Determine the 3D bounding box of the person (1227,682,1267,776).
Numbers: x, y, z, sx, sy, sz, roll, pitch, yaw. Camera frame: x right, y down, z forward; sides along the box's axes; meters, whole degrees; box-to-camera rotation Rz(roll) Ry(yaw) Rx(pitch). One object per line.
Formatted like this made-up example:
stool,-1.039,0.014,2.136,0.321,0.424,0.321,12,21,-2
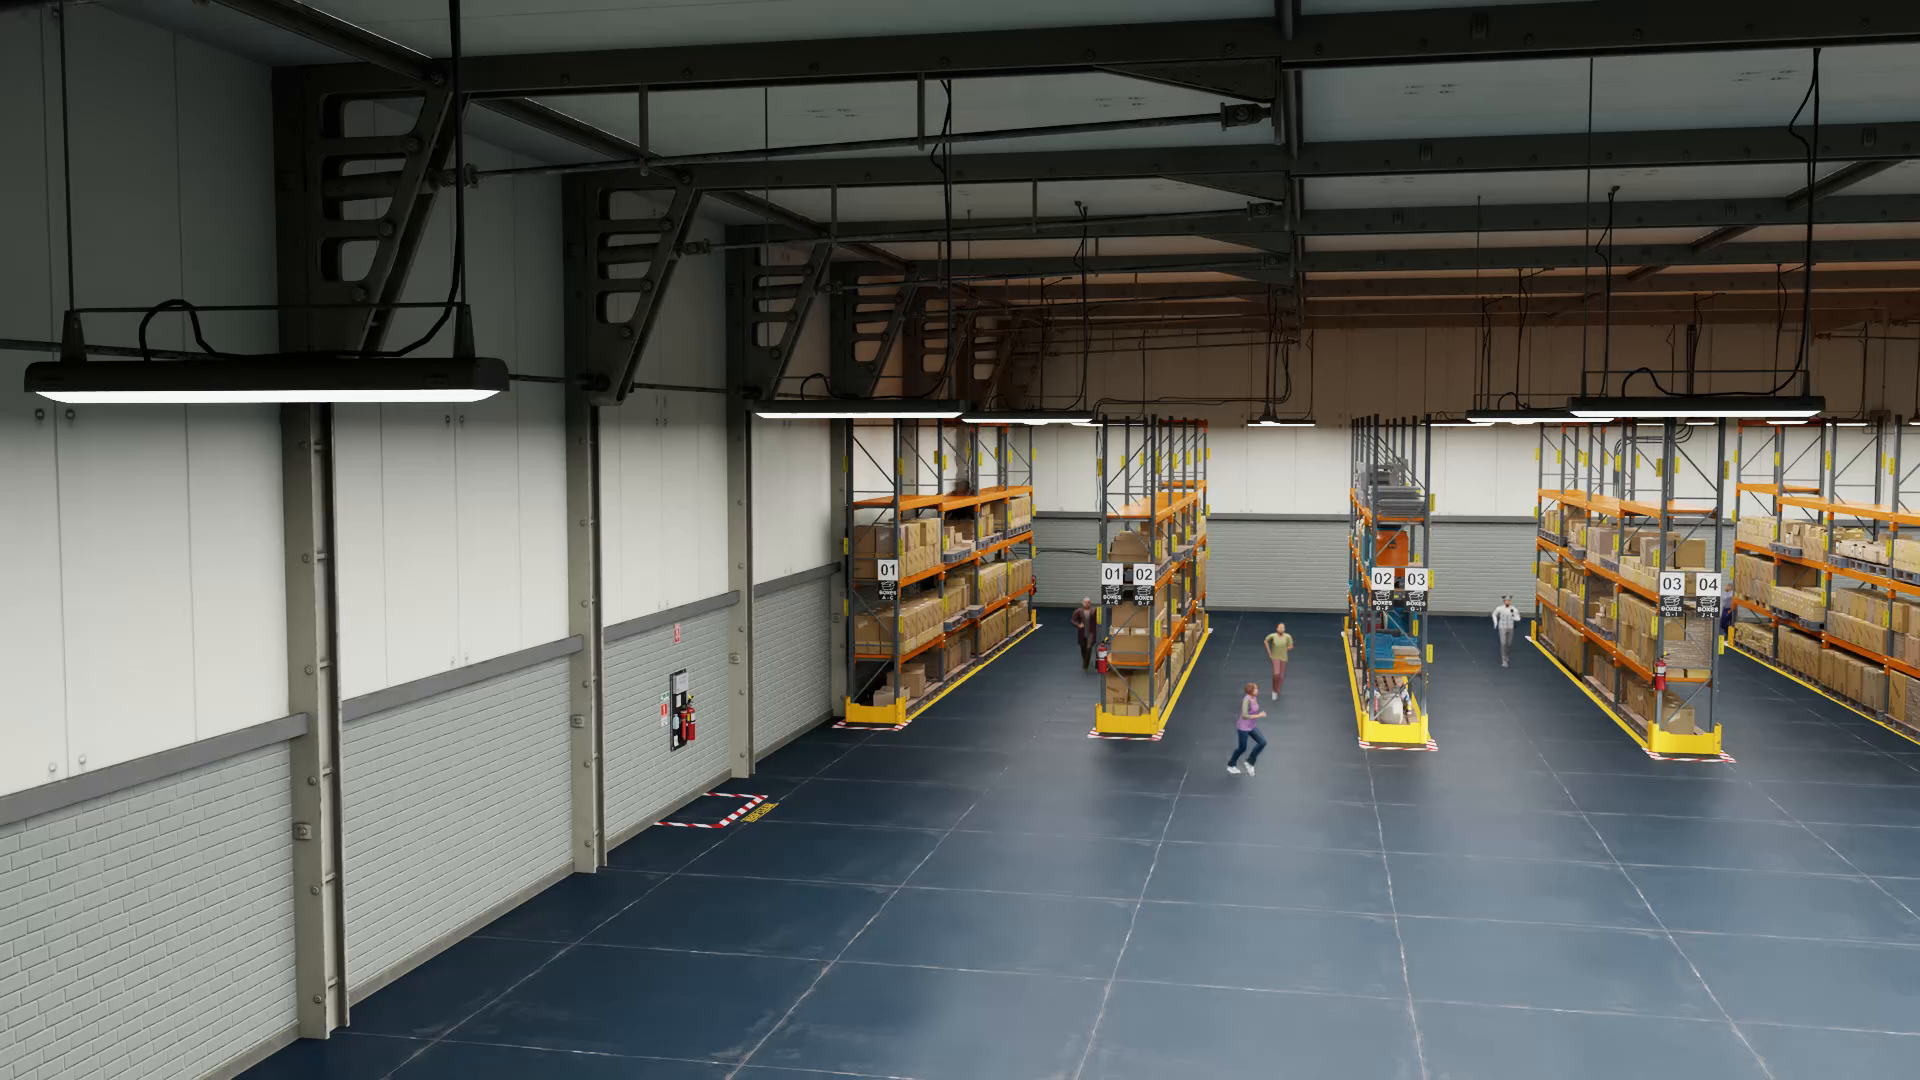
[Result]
person,4.723,3.100,27.298,0.750,1.565,0.564,3,5,37

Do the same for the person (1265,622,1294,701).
person,6.760,2.552,35.175,0.566,1.661,0.713,0,4,-2

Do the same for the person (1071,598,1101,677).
person,2.968,2.284,39.018,0.738,1.705,1.100,0,4,6

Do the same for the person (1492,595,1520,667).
person,13.255,2.171,40.317,0.604,1.705,0.914,1,4,8

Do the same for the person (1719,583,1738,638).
person,20.958,1.945,45.321,0.532,1.565,0.703,1,4,16
